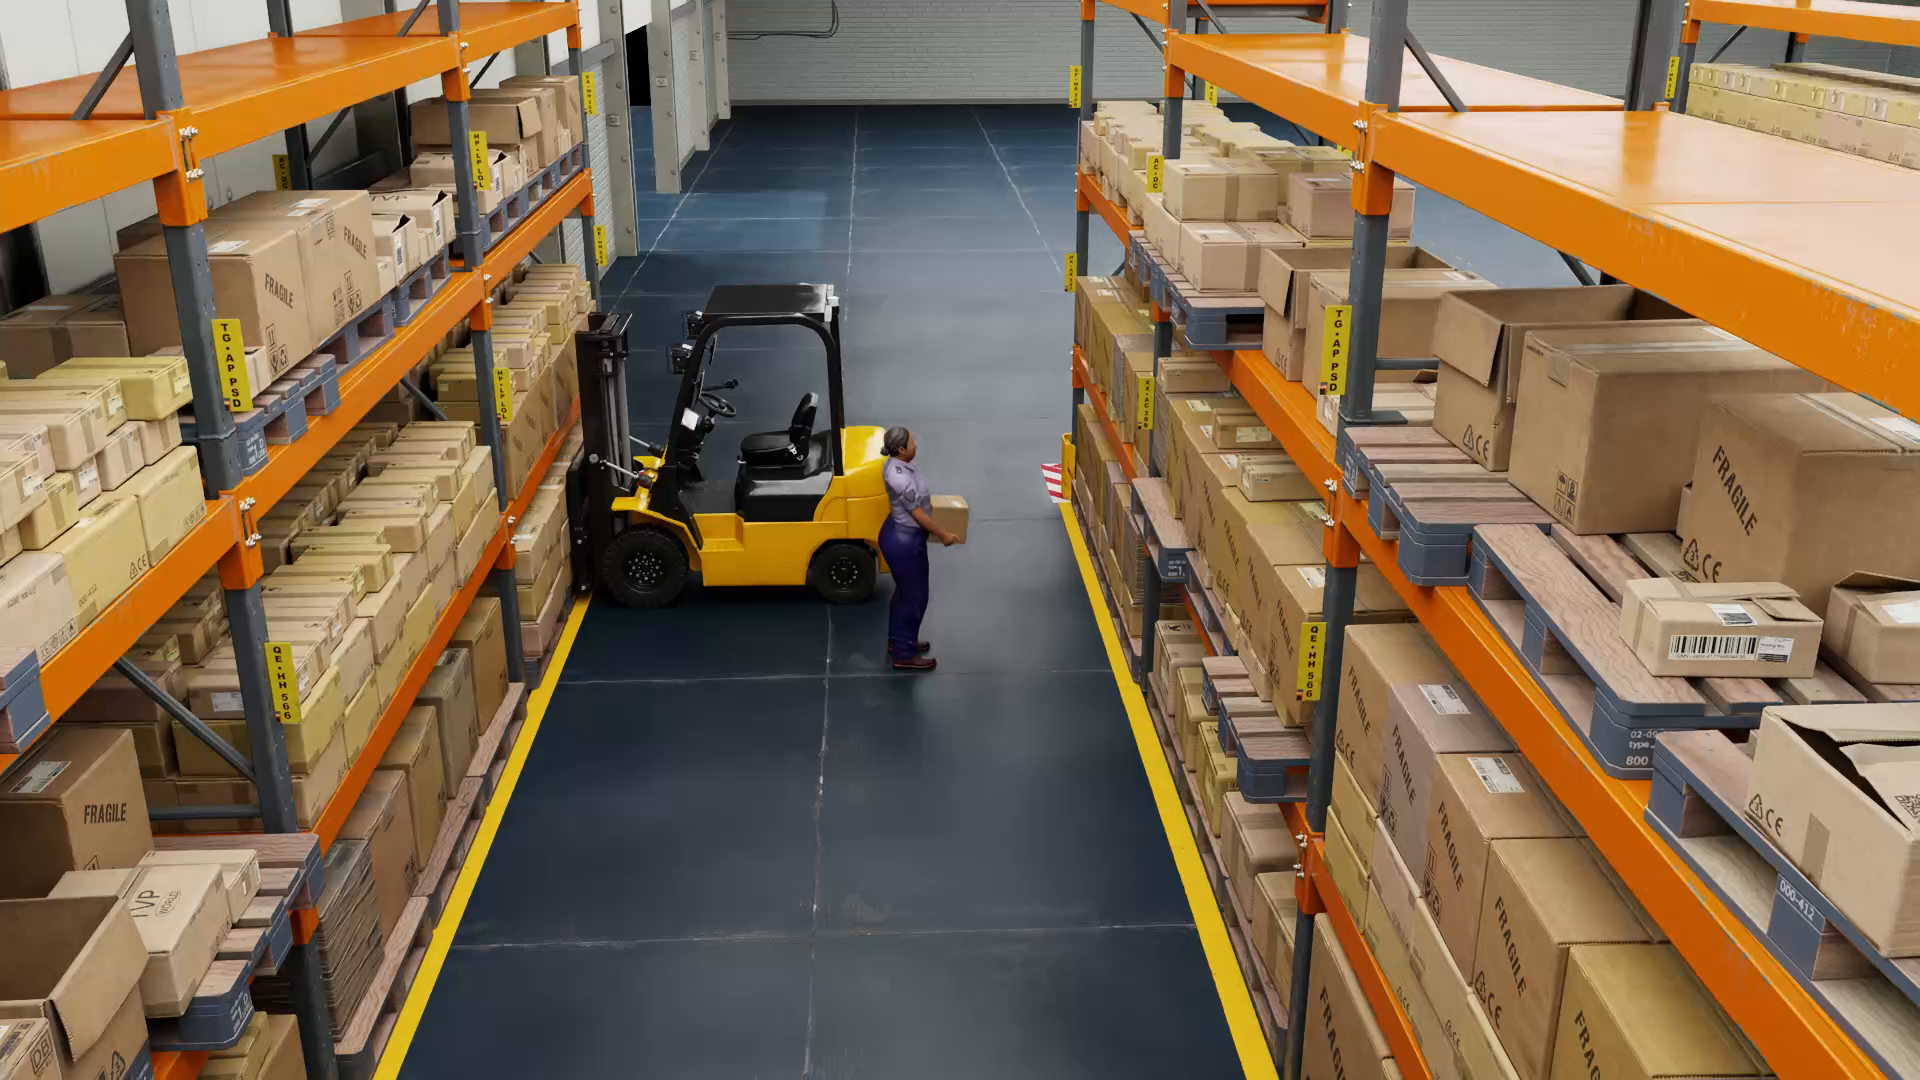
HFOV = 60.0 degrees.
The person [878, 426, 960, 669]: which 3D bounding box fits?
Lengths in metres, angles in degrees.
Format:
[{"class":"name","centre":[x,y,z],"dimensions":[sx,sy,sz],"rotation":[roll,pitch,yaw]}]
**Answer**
[{"class":"person","centre":[-0.277,0.030,11.034],"dimensions":[0.516,1.643,0.451],"rotation":[-4,21,-10]}]
